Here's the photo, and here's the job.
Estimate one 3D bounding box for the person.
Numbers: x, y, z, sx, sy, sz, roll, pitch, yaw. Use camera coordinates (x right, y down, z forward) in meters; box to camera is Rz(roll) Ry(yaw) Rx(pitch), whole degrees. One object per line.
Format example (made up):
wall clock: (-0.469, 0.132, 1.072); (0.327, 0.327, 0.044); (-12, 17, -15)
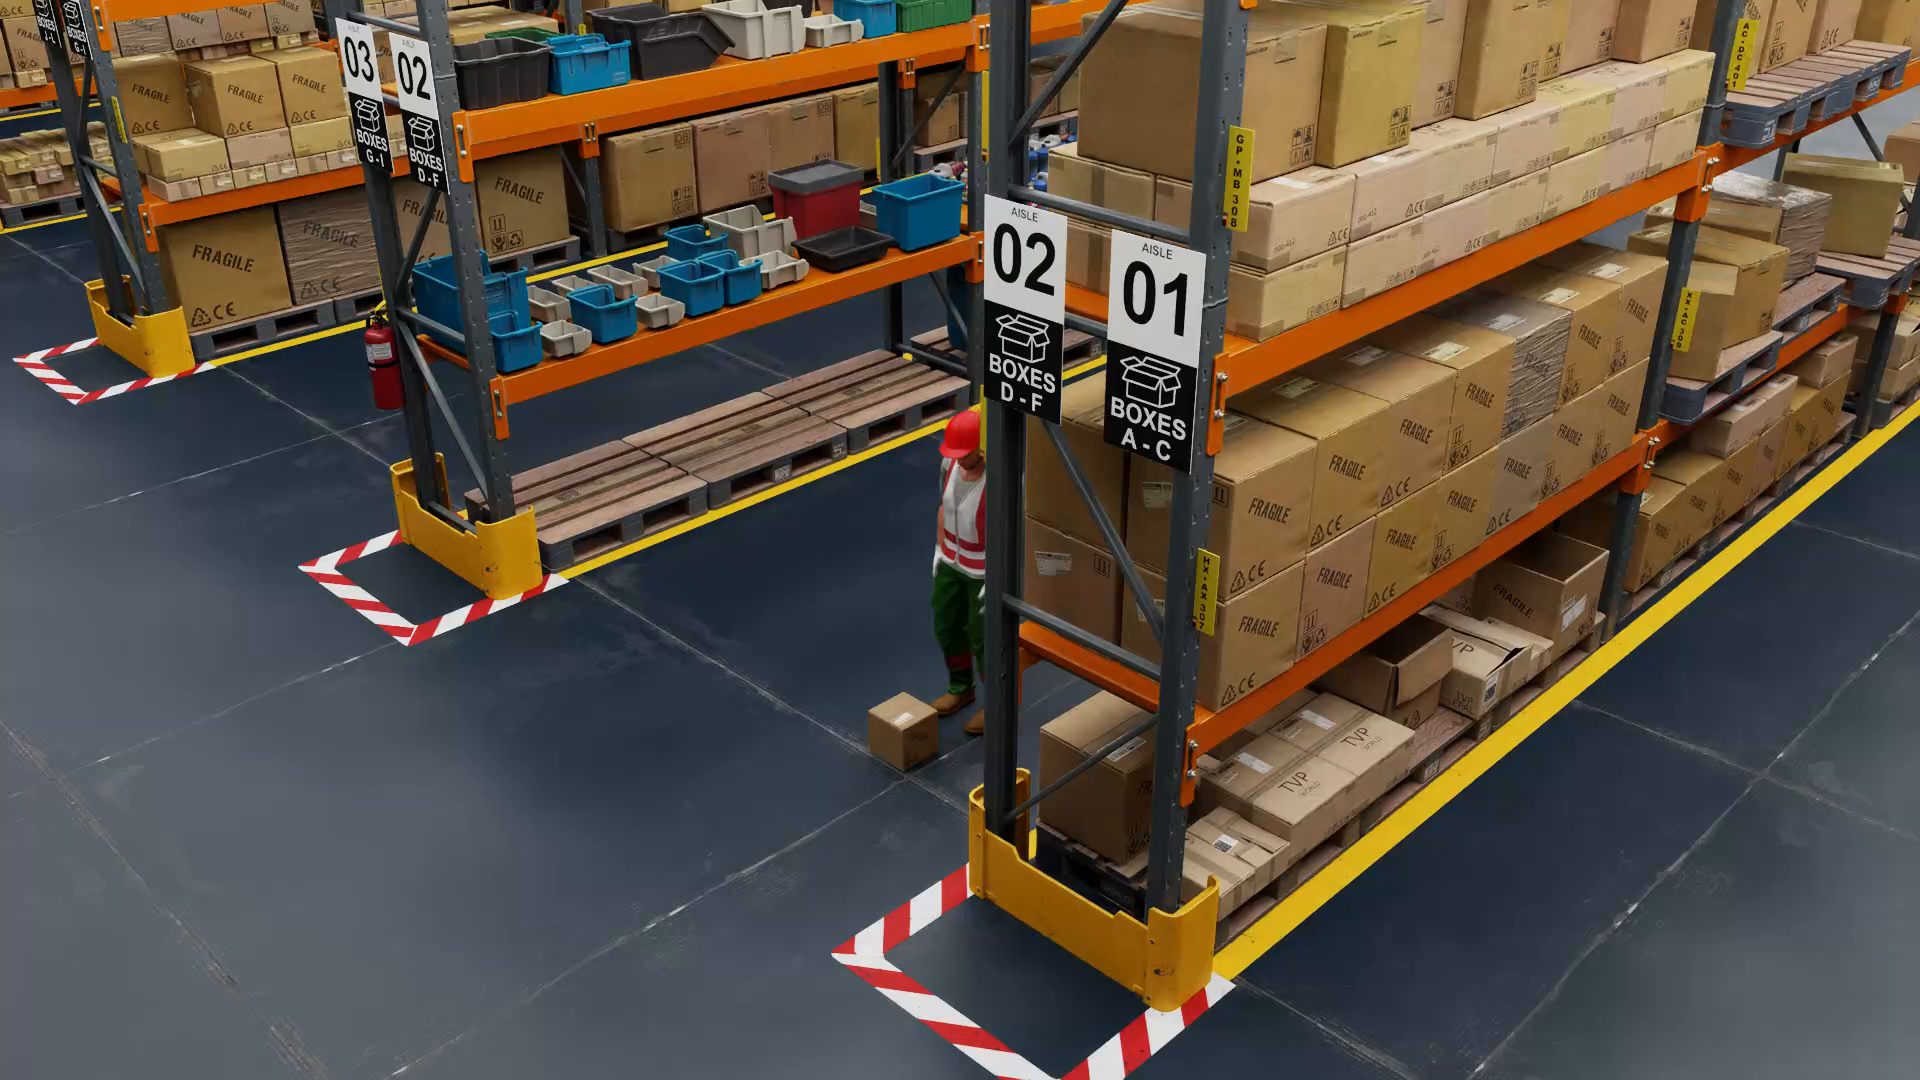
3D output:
person: (0.071, 0.154, 8.334); (0.414, 1.757, 0.536); (-24, 36, -38)
